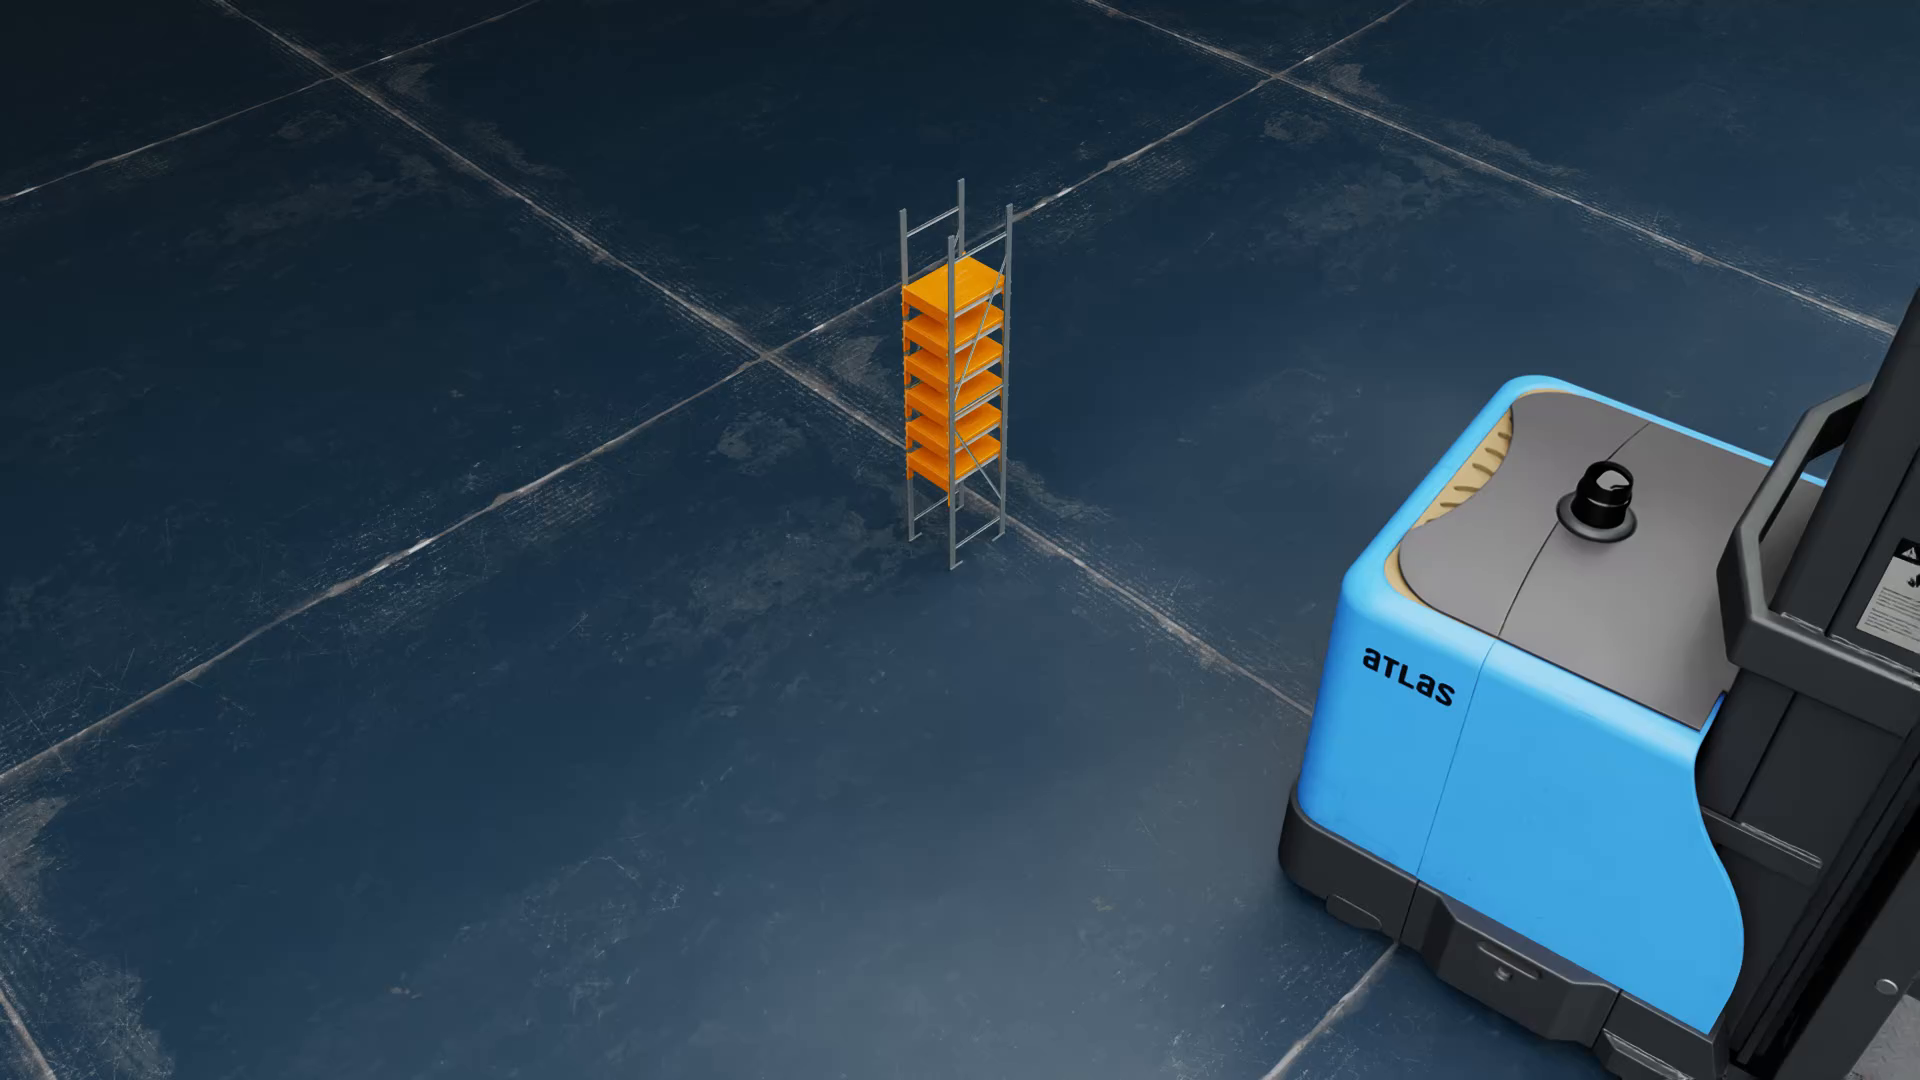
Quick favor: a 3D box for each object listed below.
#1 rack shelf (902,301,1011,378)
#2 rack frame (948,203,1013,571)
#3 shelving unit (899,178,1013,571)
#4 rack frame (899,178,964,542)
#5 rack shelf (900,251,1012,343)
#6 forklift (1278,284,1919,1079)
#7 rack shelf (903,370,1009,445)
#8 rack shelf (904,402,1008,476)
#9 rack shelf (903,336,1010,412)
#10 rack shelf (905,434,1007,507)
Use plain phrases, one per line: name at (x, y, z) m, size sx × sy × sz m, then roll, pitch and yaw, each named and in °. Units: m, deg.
rack shelf at (-0.010, -0.591, 4.718) m, size 0.258 × 0.103 × 0.180 m, roll -34°, pitch 53°, yaw -31°
rack frame at (0.054, -0.404, 4.803) m, size 0.240 × 1.200 × 0.006 m, roll -34°, pitch 53°, yaw -31°
shelving unit at (-0.010, -0.448, 4.850) m, size 0.258 × 1.200 × 0.189 m, roll -34°, pitch 53°, yaw -31°
rack frame at (-0.075, -0.492, 4.898) m, size 0.240 × 1.200 × 0.006 m, roll -34°, pitch 53°, yaw -31°
rack shelf at (-0.010, -0.679, 4.636) m, size 0.258 × 0.103 × 0.180 m, roll -34°, pitch 53°, yaw -31°
forklift at (2.299, 0.139, 2.940) m, size 3.031 × 2.935 × 1.130 m, roll 27°, pitch 49°, yaw 26°
rack shelf at (-0.010, -0.415, 4.880) m, size 0.258 × 0.103 × 0.180 m, roll -34°, pitch 53°, yaw -31°
rack shelf at (-0.010, -0.327, 4.962) m, size 0.258 × 0.103 × 0.180 m, roll -34°, pitch 53°, yaw -31°
rack shelf at (-0.010, -0.503, 4.799) m, size 0.258 × 0.103 × 0.180 m, roll -34°, pitch 53°, yaw -31°
rack shelf at (-0.010, -0.239, 5.043) m, size 0.258 × 0.103 × 0.180 m, roll -34°, pitch 53°, yaw -31°
